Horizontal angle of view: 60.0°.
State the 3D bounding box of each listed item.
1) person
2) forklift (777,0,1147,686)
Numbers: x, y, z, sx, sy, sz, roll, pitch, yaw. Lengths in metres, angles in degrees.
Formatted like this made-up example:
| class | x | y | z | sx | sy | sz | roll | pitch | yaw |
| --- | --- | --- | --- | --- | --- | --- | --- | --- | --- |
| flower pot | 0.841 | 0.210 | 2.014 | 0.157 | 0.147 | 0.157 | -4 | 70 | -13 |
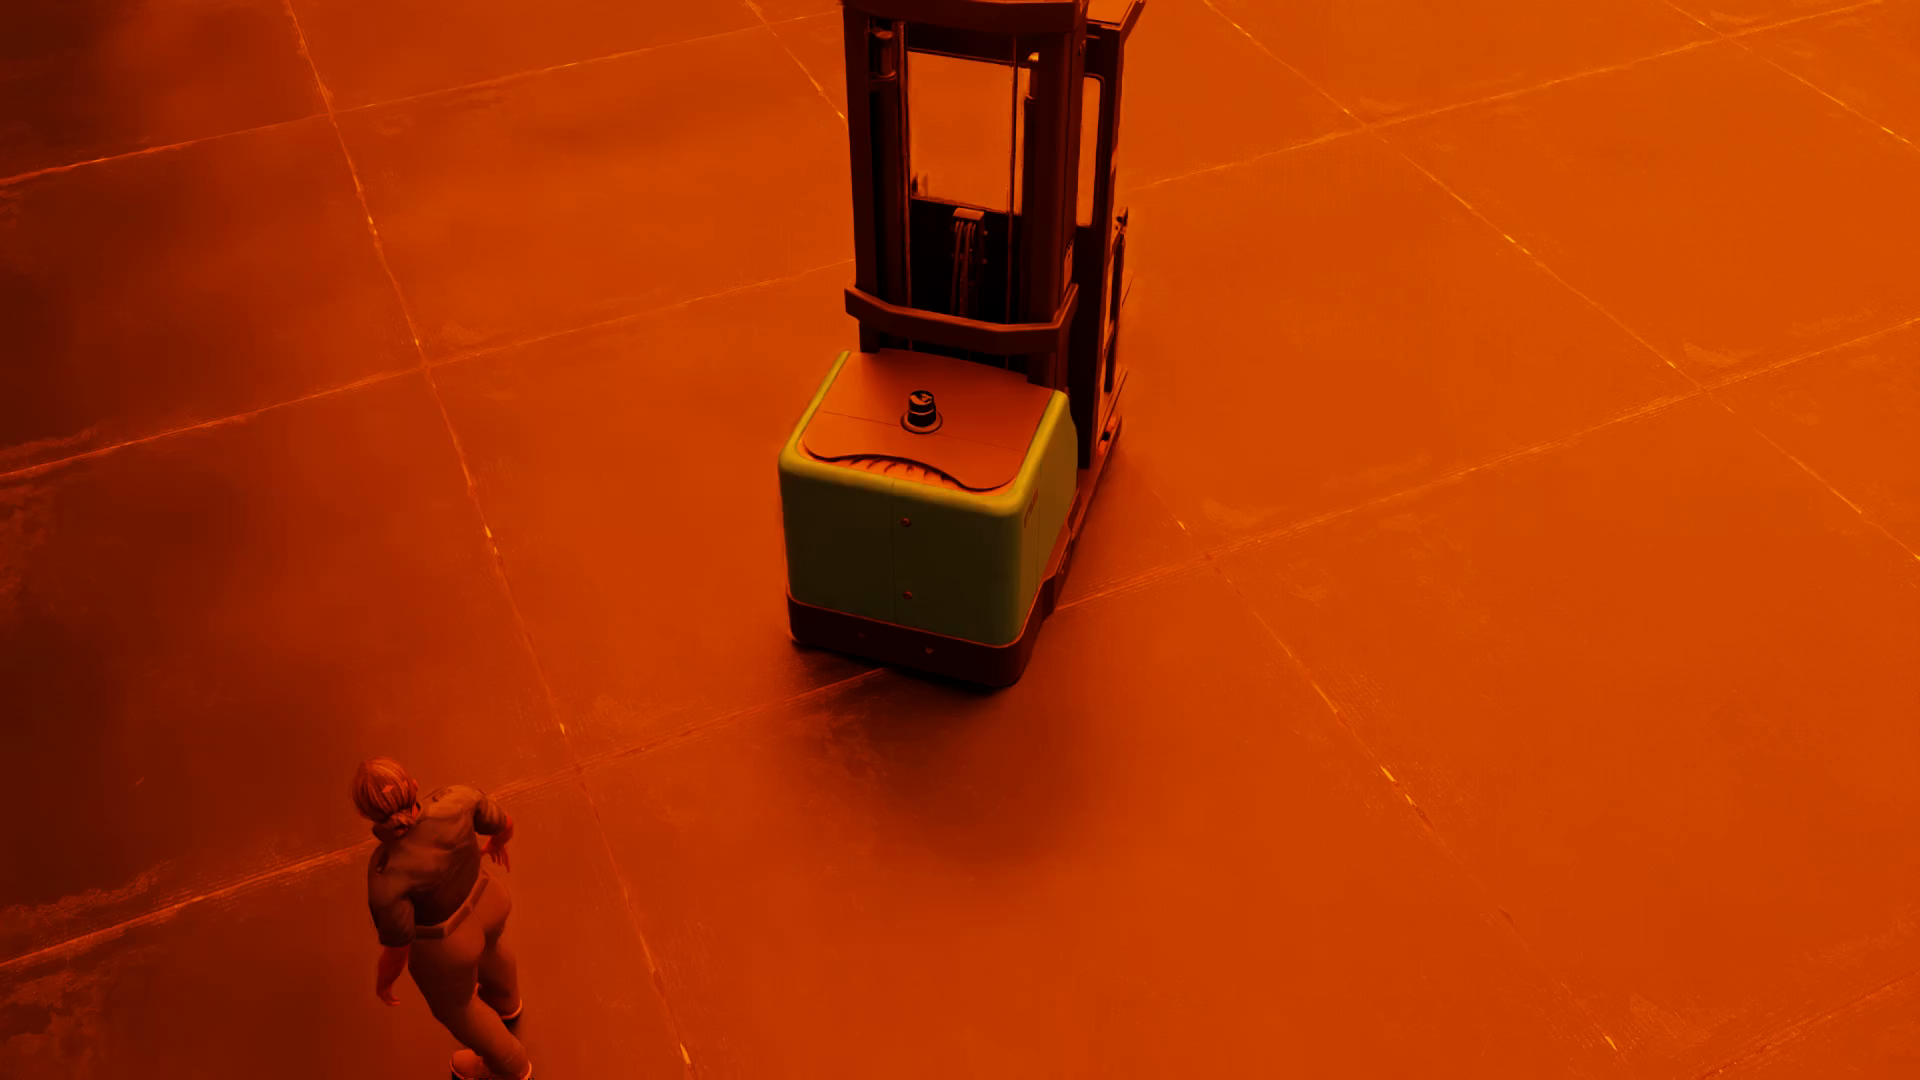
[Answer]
| class | x | y | z | sx | sy | sz | roll | pitch | yaw |
| --- | --- | --- | --- | --- | --- | --- | --- | --- | --- |
| person | -1.695 | 1.198 | 5.336 | 0.472 | 1.654 | 0.631 | 15 | 45 | 16 |
| forklift | 0.175 | -1.472 | 7.257 | 1.130 | 2.935 | 3.031 | 12 | 44 | 12 |
